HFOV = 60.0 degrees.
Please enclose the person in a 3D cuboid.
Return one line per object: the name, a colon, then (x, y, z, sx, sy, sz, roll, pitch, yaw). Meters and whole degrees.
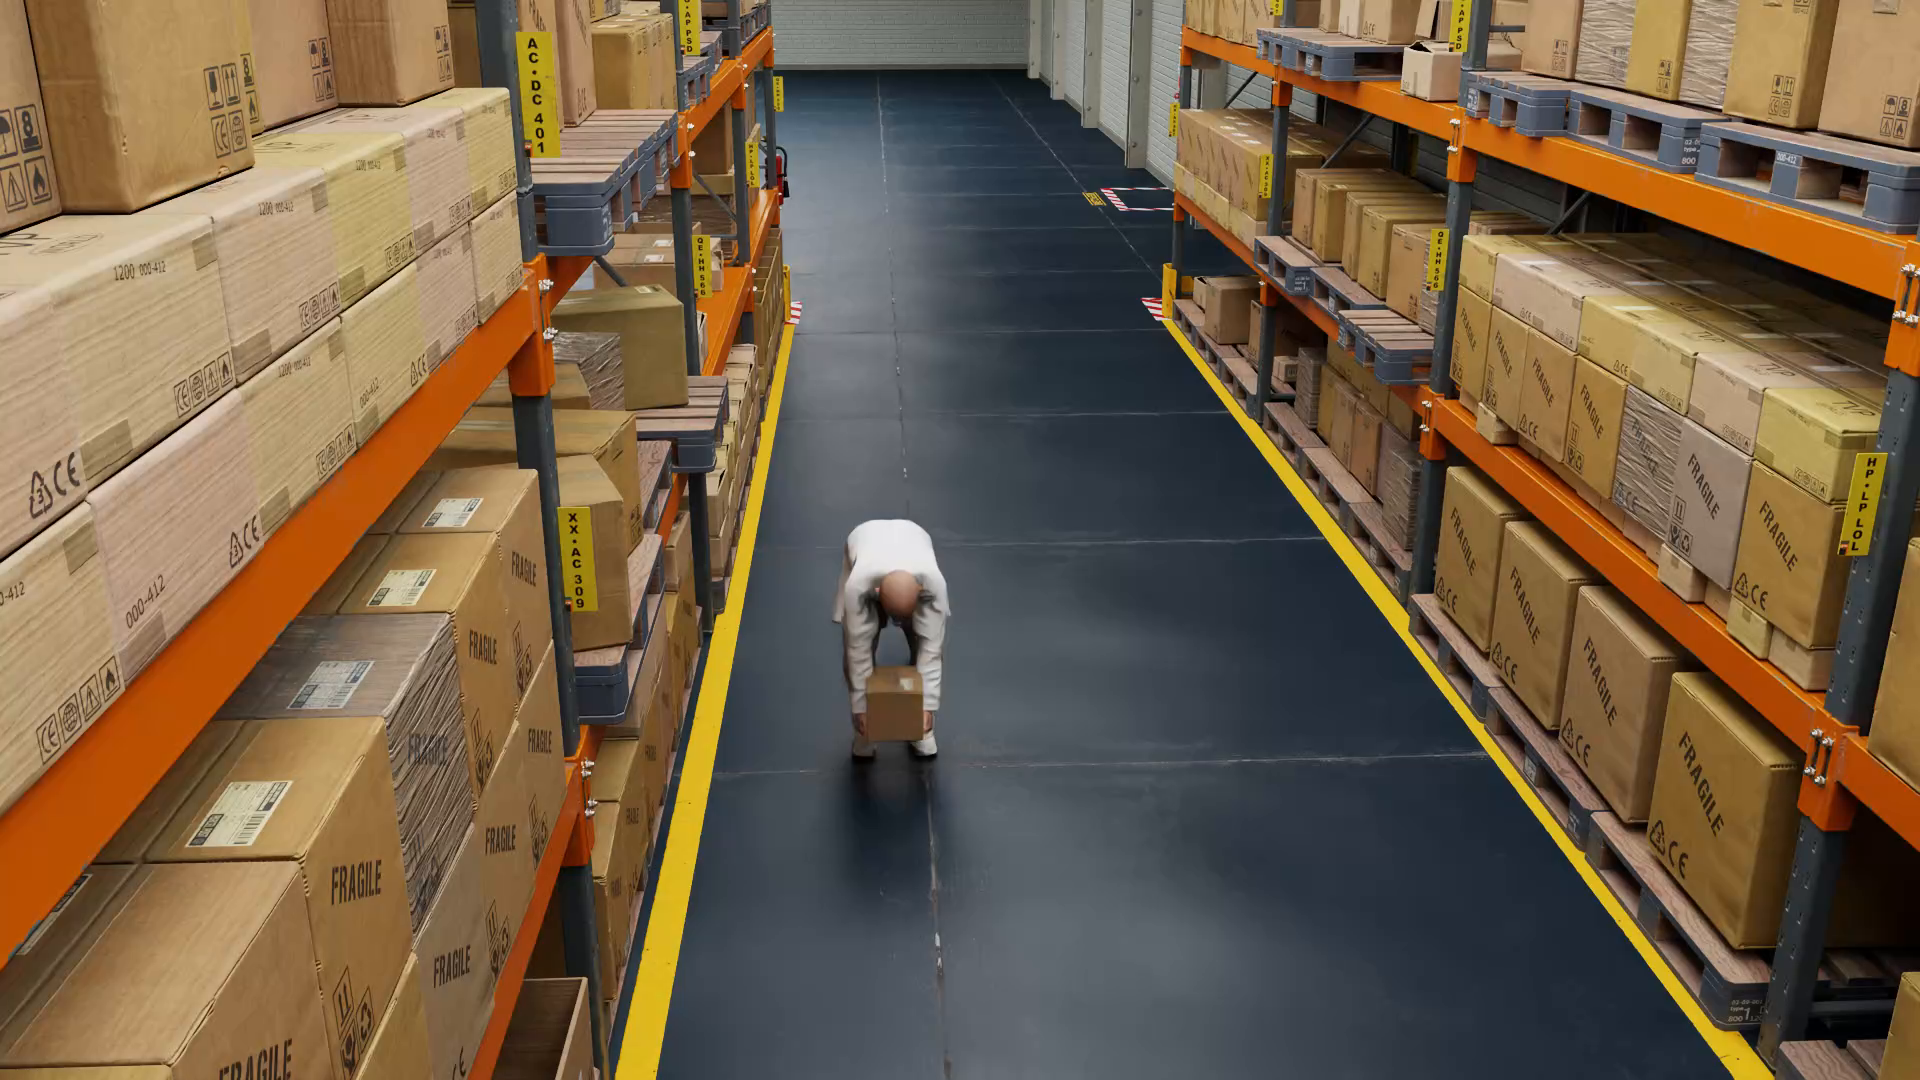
person: (-0.303, 0.521, 7.612, 0.568, 1.134, 0.948, -2, 20, -5)
